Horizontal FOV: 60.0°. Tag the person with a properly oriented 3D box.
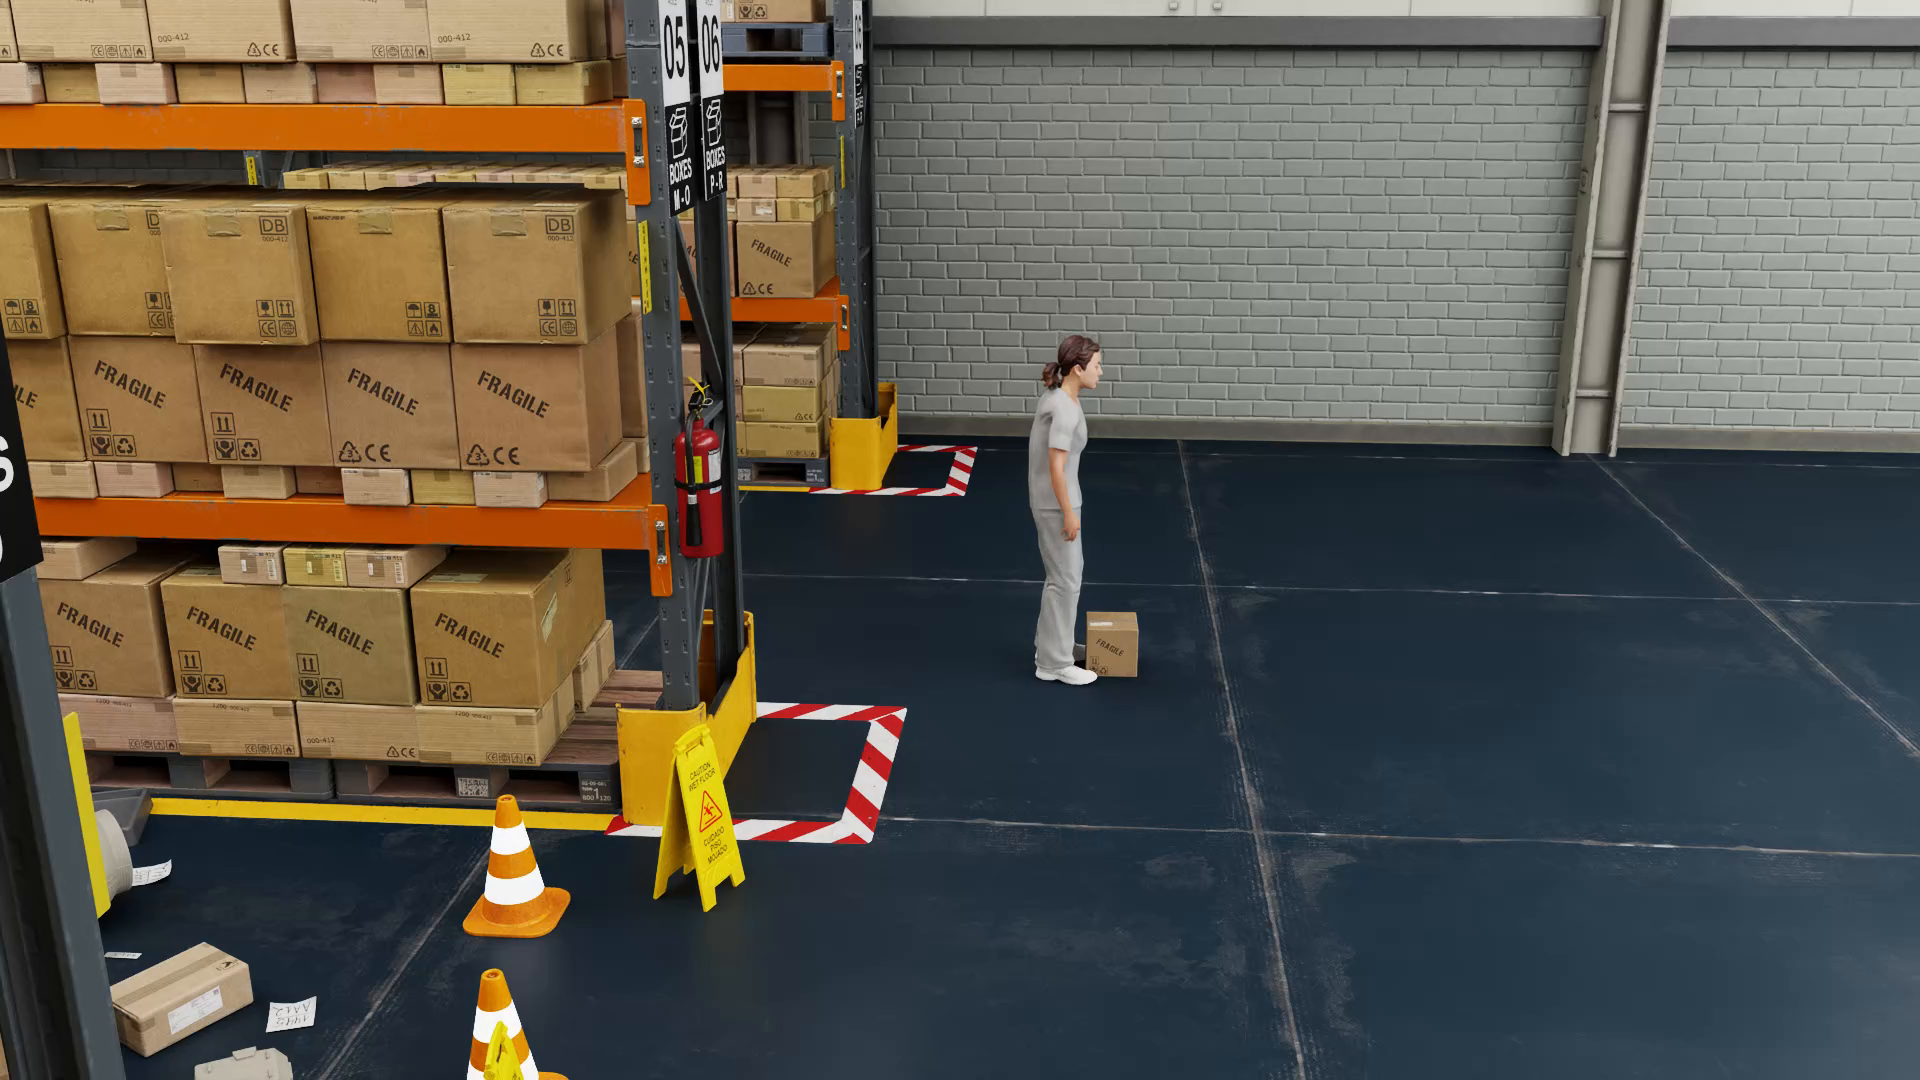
[{"bbox_3d":[0.506,-0.162,8.064,0.354,1.673,0.490,1,18,4],"label":"person"}]
